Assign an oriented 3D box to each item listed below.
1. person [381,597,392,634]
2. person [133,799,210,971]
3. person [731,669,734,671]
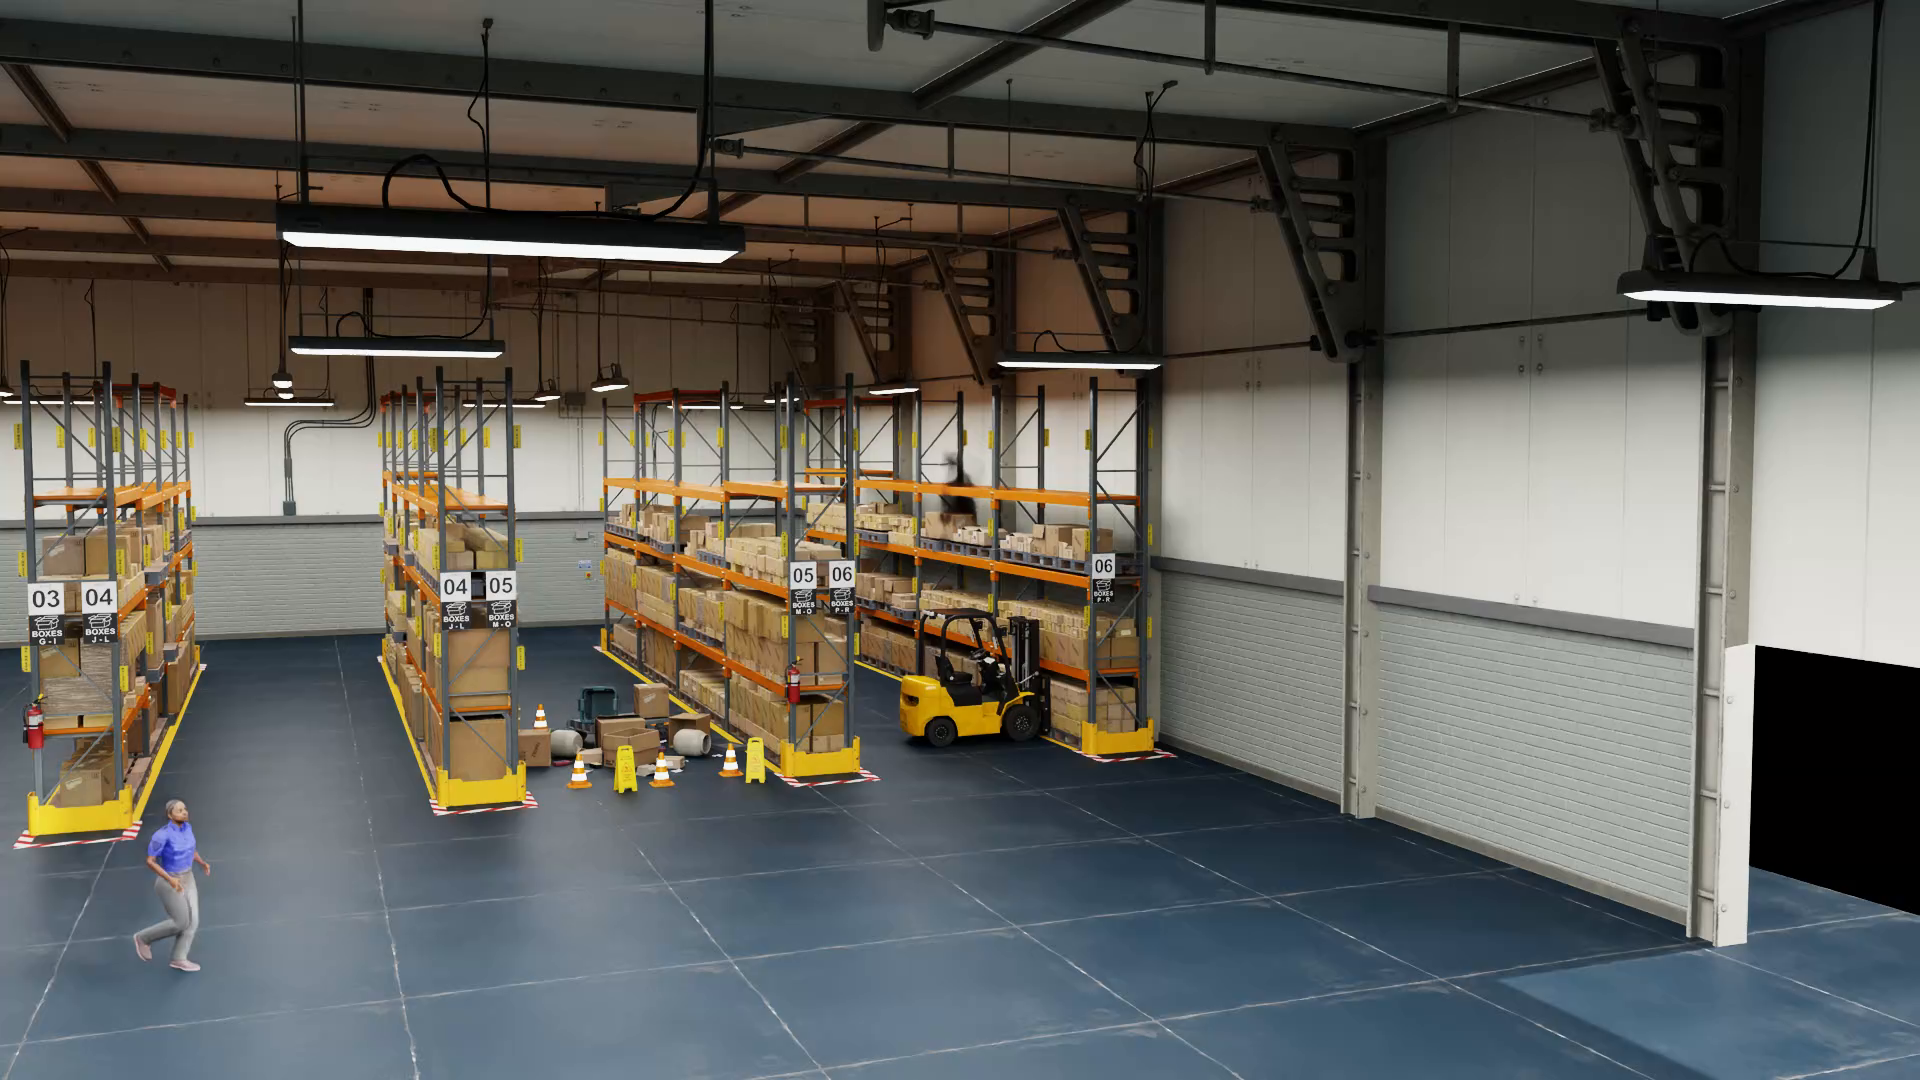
[{"bbox_3d":[-13.176,1.768,38.918,0.764,1.857,0.648,-3,4,-40],"label":"person"},{"bbox_3d":[-7.426,3.299,15.751,0.551,1.547,0.576,1,4,11],"label":"person"},{"bbox_3d":[-4.723,2.026,35.909,0.571,1.704,0.745,-2,4,-27],"label":"person"}]
